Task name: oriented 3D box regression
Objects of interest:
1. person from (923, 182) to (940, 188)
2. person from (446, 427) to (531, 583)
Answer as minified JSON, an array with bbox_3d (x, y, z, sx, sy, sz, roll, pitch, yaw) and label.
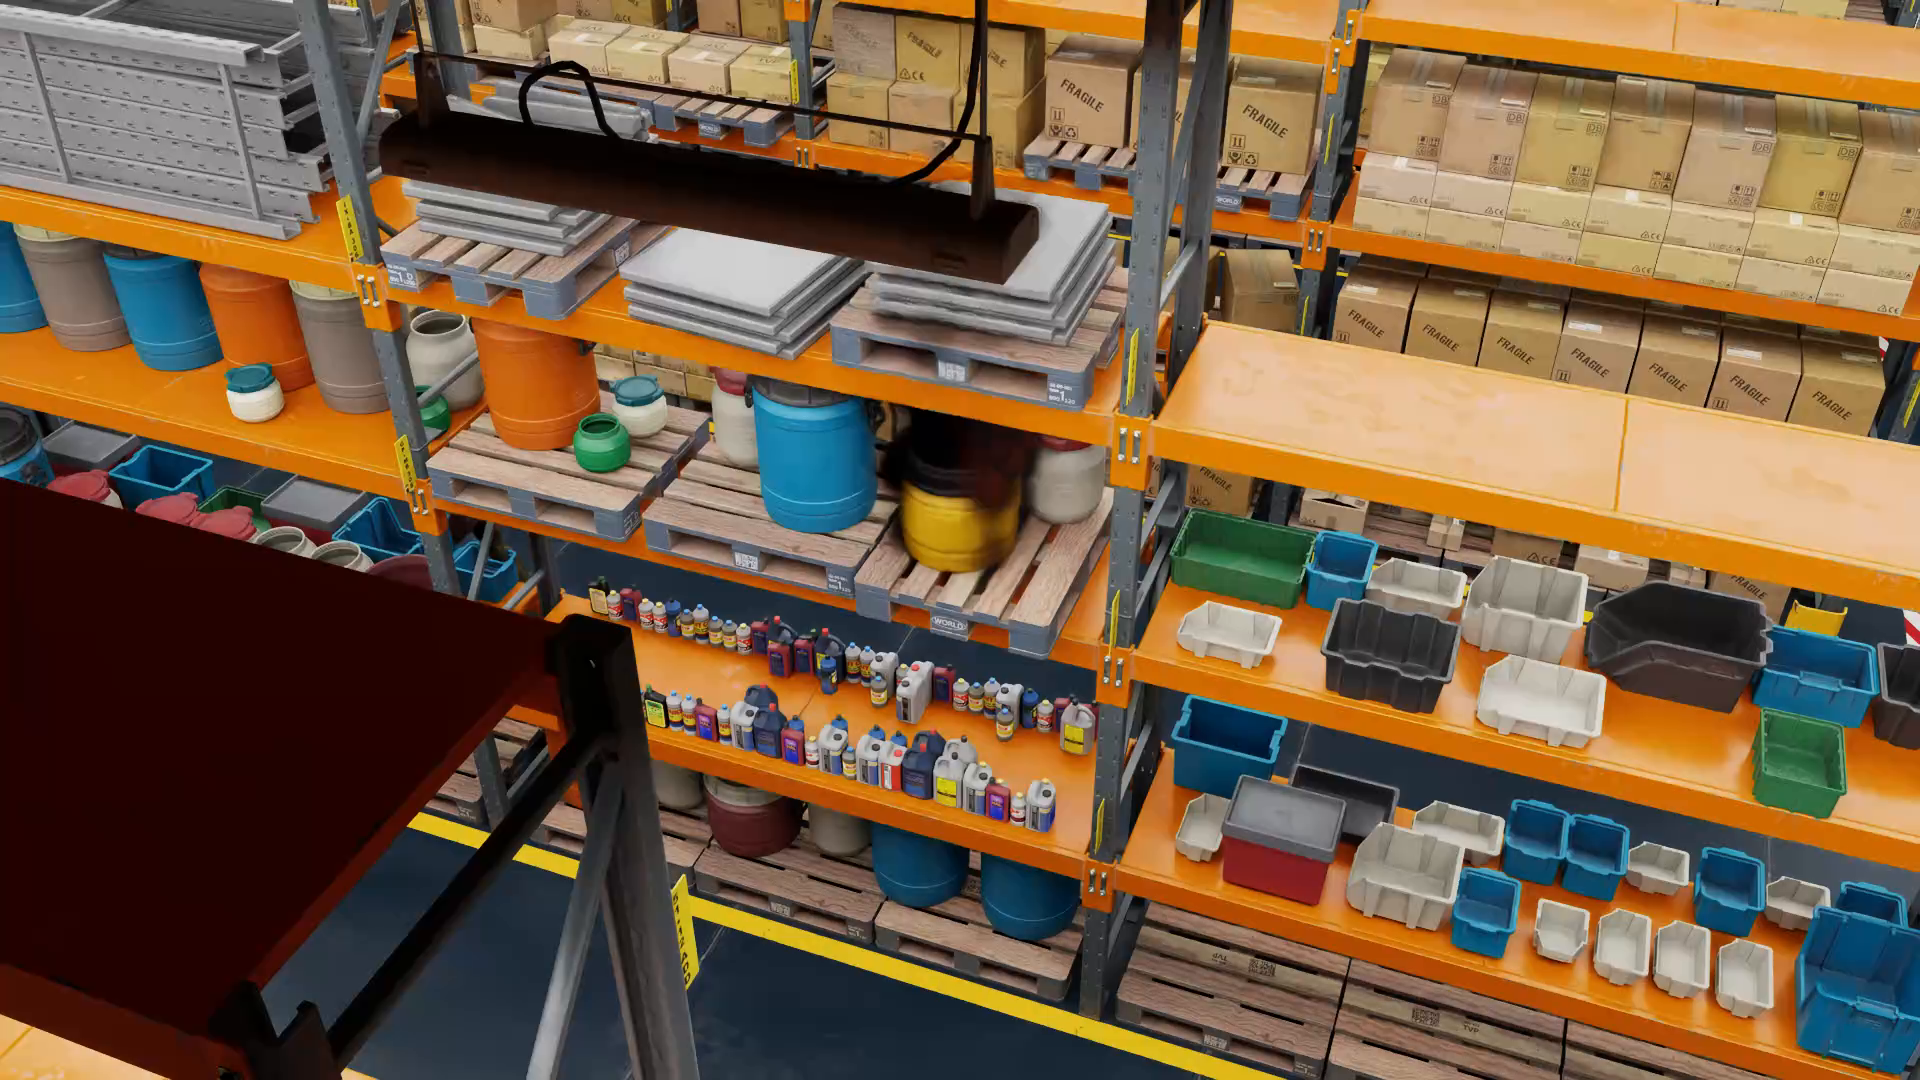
[{"bbox_3d":[-0.149,-3.064,16.207,0.973,1.657,0.587,9,38,13],"label":"person"},{"bbox_3d":[-3.542,-0.196,12.200,0.959,1.846,0.675,15,39,19],"label":"person"}]
